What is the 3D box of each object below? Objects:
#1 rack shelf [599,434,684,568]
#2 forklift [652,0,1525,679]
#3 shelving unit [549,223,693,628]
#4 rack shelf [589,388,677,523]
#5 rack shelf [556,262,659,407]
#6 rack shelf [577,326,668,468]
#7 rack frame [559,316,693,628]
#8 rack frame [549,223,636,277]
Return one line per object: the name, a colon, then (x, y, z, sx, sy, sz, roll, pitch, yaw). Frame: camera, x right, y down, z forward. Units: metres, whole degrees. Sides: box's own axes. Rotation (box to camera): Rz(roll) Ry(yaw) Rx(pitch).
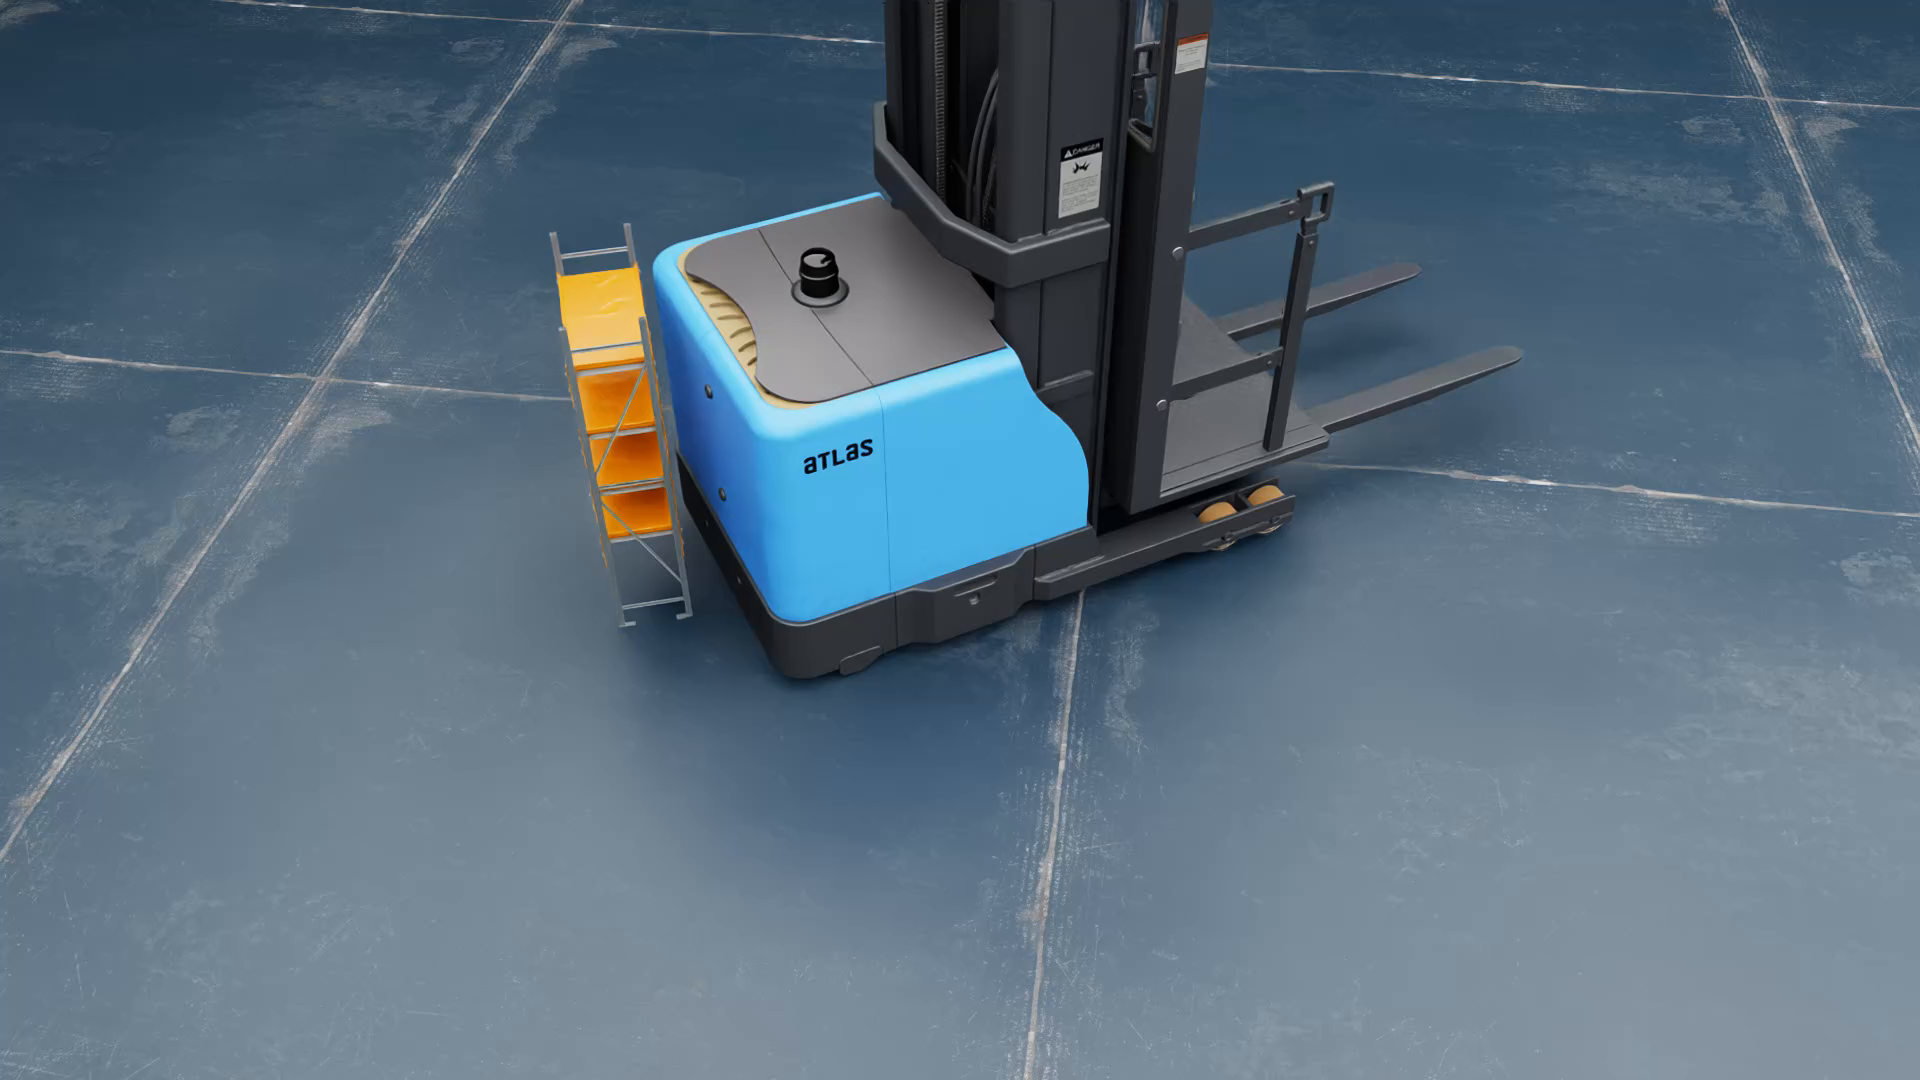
rack shelf: (-1.055, -0.140, 5.412, 0.258, 0.148, 0.480, -9, 44, -9)
forklift: (0.587, -1.337, 5.030, 3.031, 2.935, 1.130, -19, 47, -19)
shelving unit: (-1.055, -0.333, 5.230, 0.258, 1.200, 0.503, -9, 44, -9)
rack shelf: (-1.055, -0.285, 5.276, 0.258, 0.148, 0.480, -9, 44, -9)
rack shelf: (-1.055, -0.619, 4.959, 0.258, 0.148, 0.480, -9, 44, -9)
rack shelf: (-1.055, -0.447, 5.122, 0.258, 0.148, 0.480, -9, 44, -9)
rack frame: (-0.999, -0.170, 5.057, 0.240, 1.200, 0.015, -9, 44, -9)
rack frame: (-1.110, -0.497, 5.402, 0.240, 1.200, 0.015, -9, 44, -9)
